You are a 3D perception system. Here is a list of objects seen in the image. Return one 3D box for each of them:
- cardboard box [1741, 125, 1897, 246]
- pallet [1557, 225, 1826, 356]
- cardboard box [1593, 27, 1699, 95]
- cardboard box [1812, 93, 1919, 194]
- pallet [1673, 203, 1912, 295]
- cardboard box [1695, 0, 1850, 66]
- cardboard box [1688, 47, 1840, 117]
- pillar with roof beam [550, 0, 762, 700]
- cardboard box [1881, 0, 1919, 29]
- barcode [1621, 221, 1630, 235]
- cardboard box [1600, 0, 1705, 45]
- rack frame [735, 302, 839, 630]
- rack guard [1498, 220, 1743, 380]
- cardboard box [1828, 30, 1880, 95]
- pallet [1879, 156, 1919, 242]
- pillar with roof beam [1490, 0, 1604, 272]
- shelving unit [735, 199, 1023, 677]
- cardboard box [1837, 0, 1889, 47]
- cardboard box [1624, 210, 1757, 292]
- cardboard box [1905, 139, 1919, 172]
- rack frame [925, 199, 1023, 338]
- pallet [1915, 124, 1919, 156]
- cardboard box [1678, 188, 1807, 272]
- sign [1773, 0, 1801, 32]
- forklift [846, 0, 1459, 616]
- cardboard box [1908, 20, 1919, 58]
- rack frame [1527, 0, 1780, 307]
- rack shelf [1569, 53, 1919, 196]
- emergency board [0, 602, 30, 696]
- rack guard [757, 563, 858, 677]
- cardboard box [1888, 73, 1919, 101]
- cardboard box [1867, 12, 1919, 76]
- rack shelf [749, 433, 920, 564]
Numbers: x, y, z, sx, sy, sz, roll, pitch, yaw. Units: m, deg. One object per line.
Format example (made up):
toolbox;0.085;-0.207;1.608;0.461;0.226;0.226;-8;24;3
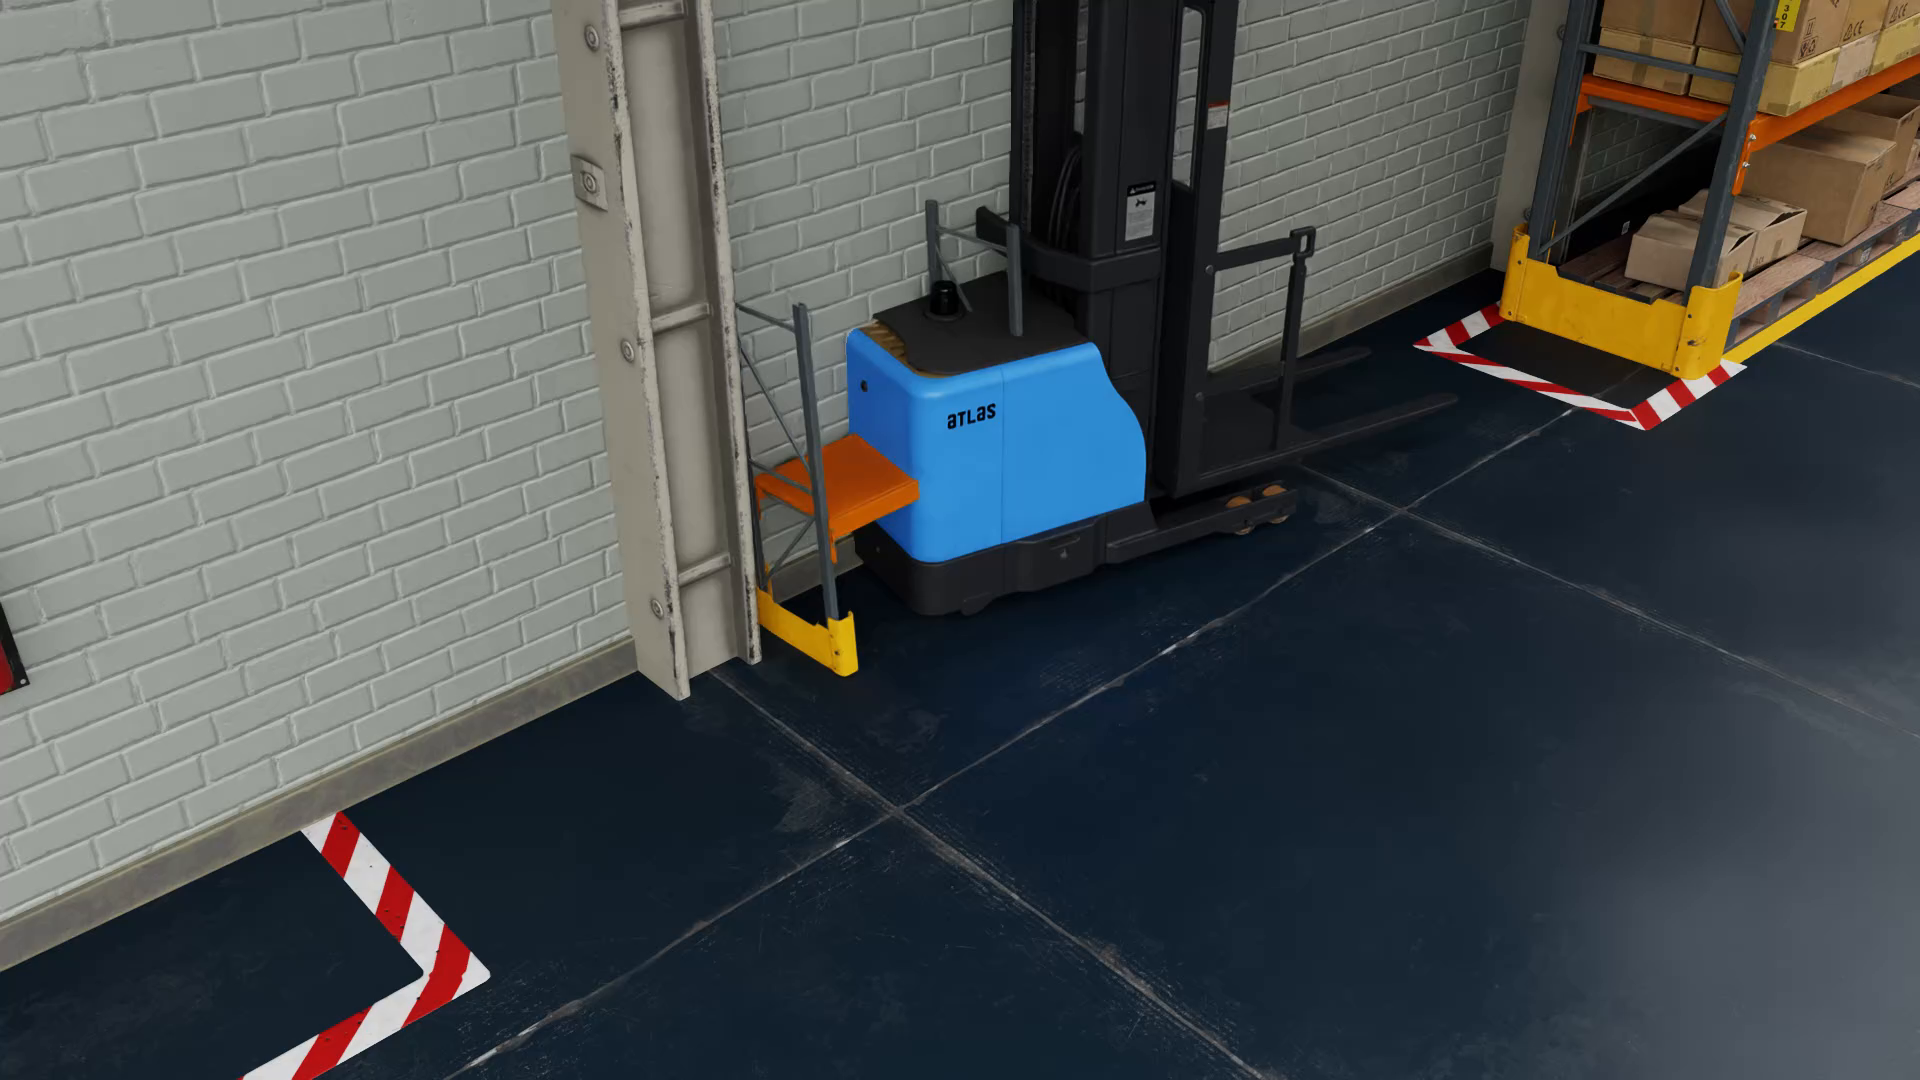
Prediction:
cardboard box;5.015;-2.127;9.827;0.700;0.500;0.500;26;40;36
pallet;4.132;-1.463;9.441;1.213;0.211;1.003;-26;40;-35
cardboard box;3.668;-2.536;8.646;0.500;0.250;0.500;-25;39;-35
cardboard box;5.656;-2.508;10.451;0.500;0.500;0.500;26;40;35
pallet;5.027;-1.894;10.145;1.213;0.211;1.003;-26;40;-35
cardboard box;4.011;-2.670;8.147;0.500;0.500;0.500;-26;40;-35
cardboard box;4.031;-2.348;8.338;0.500;0.250;0.500;-27;41;-37
pillar with roof beam;1.909;-1.715;1.429;0.400;9.000;9.100;-26;40;-35
cardboard box;4.764;-3.023;8.723;0.500;0.500;0.500;-27;41;-37
barcode;3.767;-1.766;9.410;0.075;0.075;0.001;-26;40;-35
cardboard box;3.658;-2.864;8.465;0.500;0.500;0.500;-26;40;-36
rack frame;-0.664;-0.229;6.180;0.032;1.500;0.500;-27;37;-35
rack guard;3.513;-1.312;8.916;0.348;0.500;1.175;-26;40;-35
cardboard box;4.402;-2.537;8.649;0.500;0.250;0.500;-27;41;-37
pallet;5.922;-2.329;10.856;1.213;0.211;1.003;-26;40;-35
pillar with roof beam;6.309;-3.843;4.909;0.400;9.000;9.100;-26;40;-35
shelving unit;-0.285;-0.421;6.476;1.083;1.500;0.587;-27;37;-35
cardboard box;4.380;-2.842;8.428;0.500;0.500;0.500;-26;40;-35
cardboard box;4.025;-1.603;9.152;0.500;0.311;0.500;24;39;34
cardboard box;6.018;-2.548;10.836;0.380;0.166;0.250;23;38;33
rack frame;0.080;-0.607;6.761;0.032;1.500;0.500;-27;37;-35
pallet;6.960;-2.857;11.720;1.213;0.211;1.003;-26;40;-35
cardboard box;4.443;-1.805;9.482;0.500;0.311;0.500;-22;38;-32
sign;3.826;-2.513;7.655;0.005;0.325;0.100;-26;40;-35
forklift;0.905;-1.496;6.887;3.031;2.935;1.130;-17;35;-25
cardboard box;5.151;-2.894;9.232;0.500;0.250;0.500;-25;40;-35
rack frame;3.457;-2.351;8.220;0.127;3.000;1.000;-26;40;-35
rack shelf;4.923;-2.754;9.568;4.000;0.370;1.077;-26;40;-35
emergency board;-2.856;0.060;4.277;0.643;1.169;0.194;-26;40;-35
rack guard;-0.618;0.305;6.503;0.087;0.250;0.587;-27;37;-35
cardboard box;6.918;-3.159;11.515;0.500;0.500;0.700;-24;39;-34
cardboard box;4.779;-2.716;8.940;0.500;0.250;0.500;-27;40;-36
rack shelf;-0.283;-0.262;6.560;1.000;0.185;0.538;-27;37;-35
